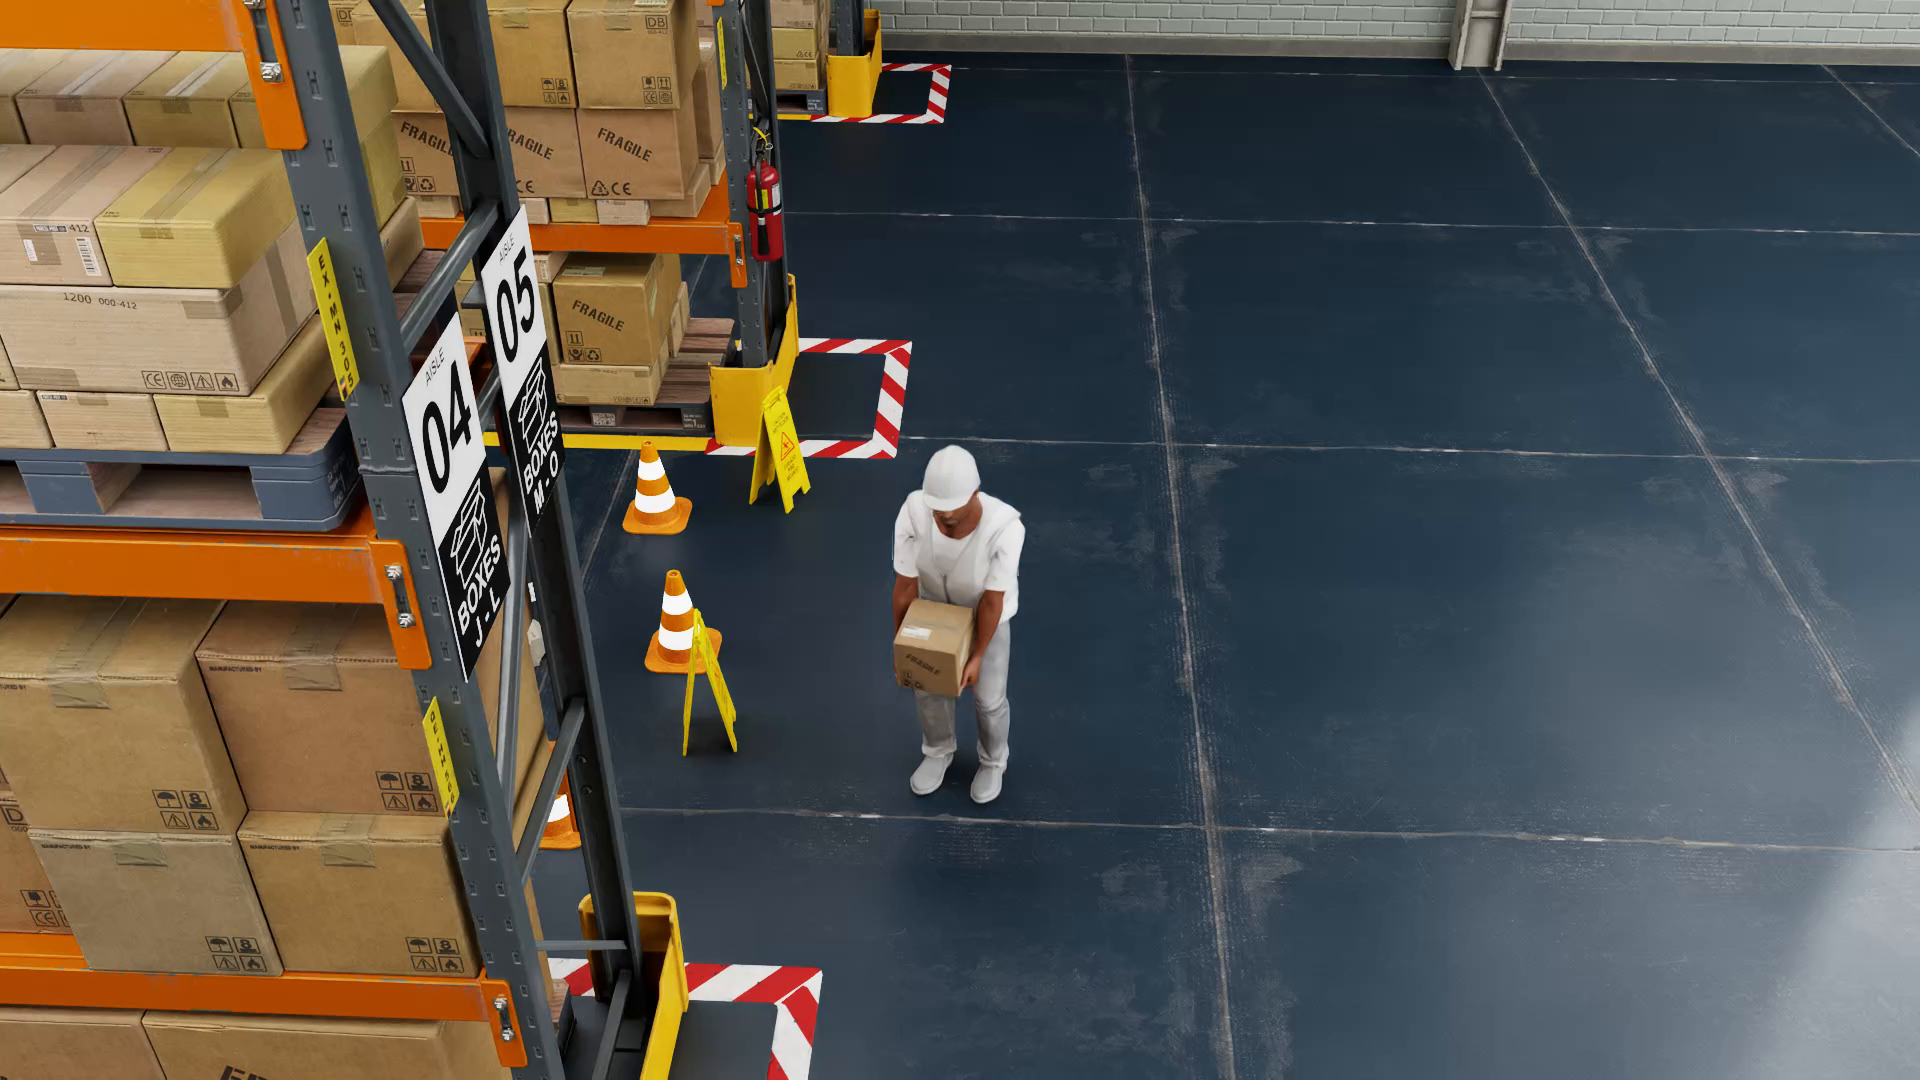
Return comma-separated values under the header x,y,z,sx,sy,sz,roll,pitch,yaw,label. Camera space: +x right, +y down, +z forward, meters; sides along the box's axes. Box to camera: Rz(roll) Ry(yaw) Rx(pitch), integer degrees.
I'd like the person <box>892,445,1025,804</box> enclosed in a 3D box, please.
x,y,z,sx,sy,sz,roll,pitch,yaw,label
-0.013,0.350,6.634,0.501,1.733,0.609,12,37,16,person
